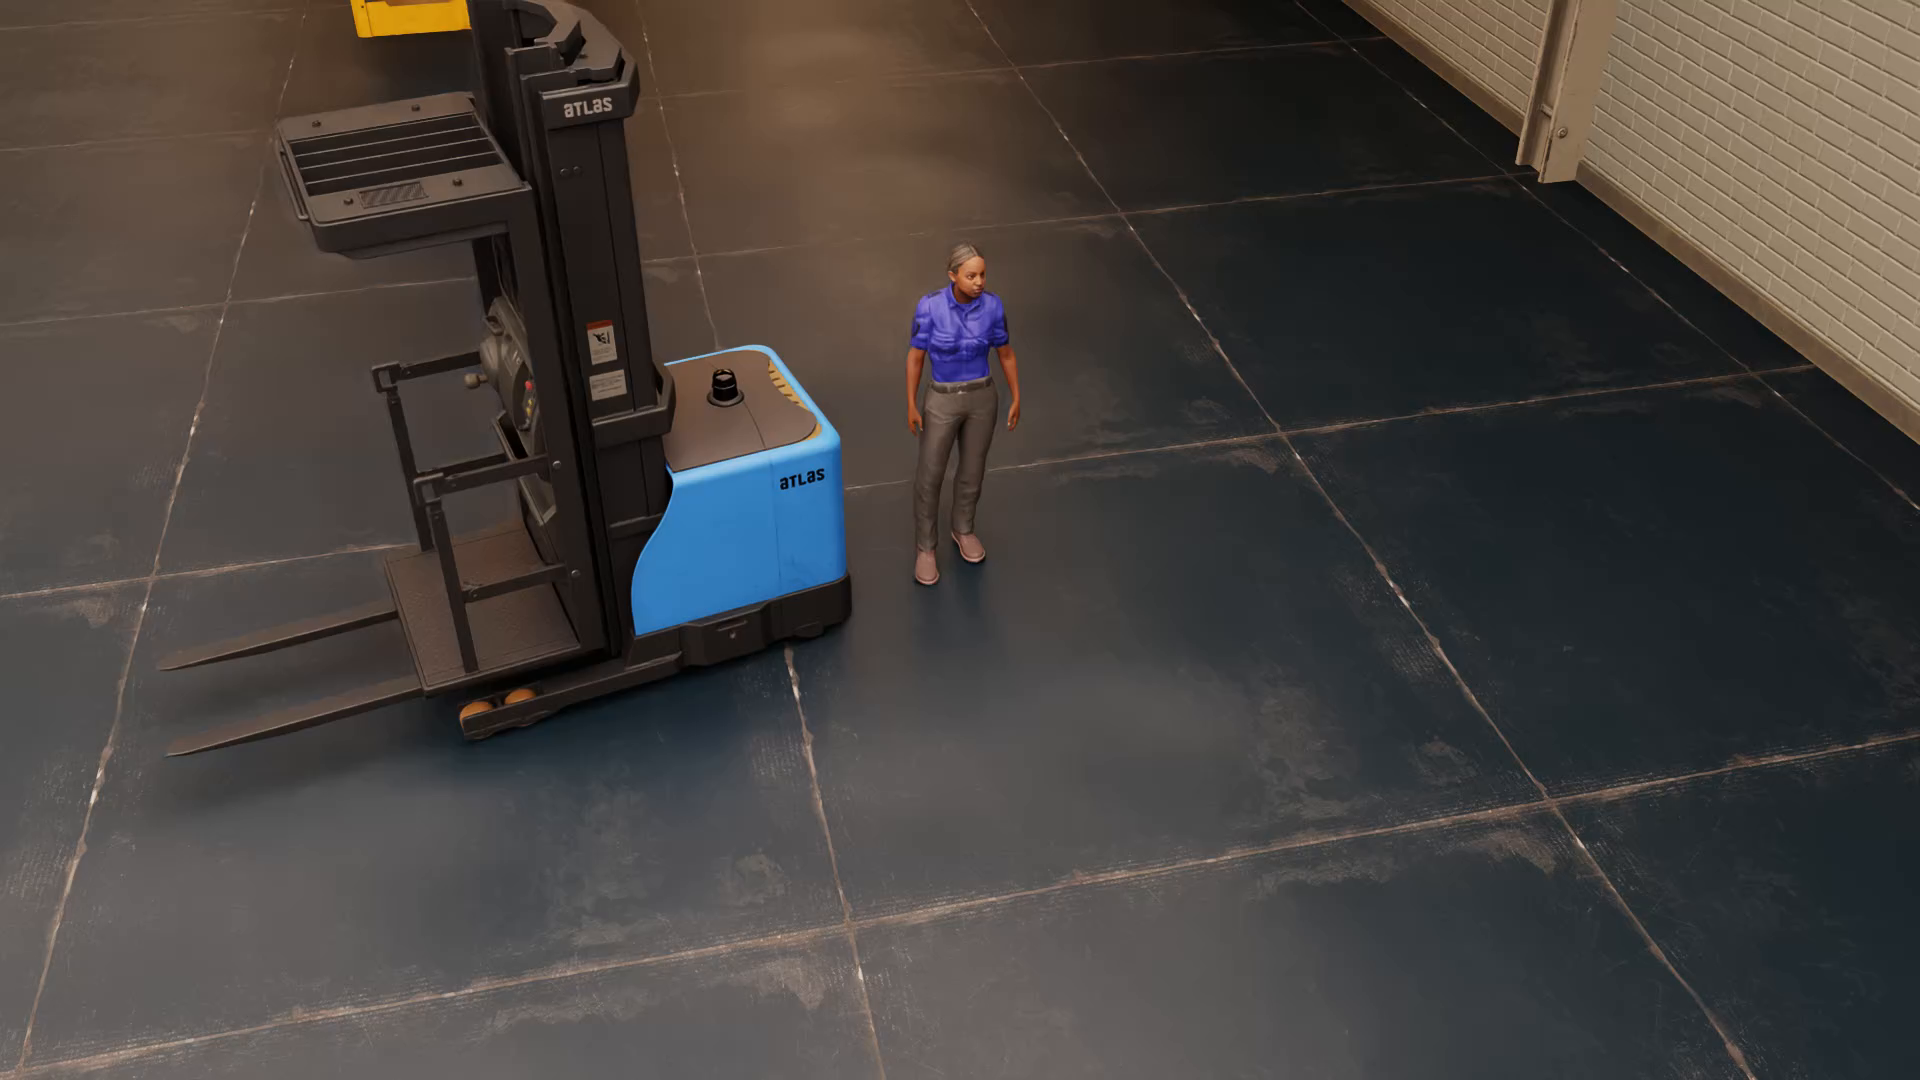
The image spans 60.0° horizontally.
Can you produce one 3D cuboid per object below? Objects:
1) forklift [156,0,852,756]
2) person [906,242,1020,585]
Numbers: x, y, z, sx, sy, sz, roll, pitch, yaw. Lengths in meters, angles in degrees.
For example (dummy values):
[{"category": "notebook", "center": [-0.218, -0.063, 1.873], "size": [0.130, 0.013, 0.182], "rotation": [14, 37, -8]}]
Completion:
[{"category": "forklift", "center": [-2.076, -0.664, 6.973], "size": [3.031, 2.935, 1.130], "rotation": [-15, 39, -20]}, {"category": "person", "center": [0.019, -0.610, 7.989], "size": [0.579, 1.658, 0.475], "rotation": [-9, 37, -12]}]
